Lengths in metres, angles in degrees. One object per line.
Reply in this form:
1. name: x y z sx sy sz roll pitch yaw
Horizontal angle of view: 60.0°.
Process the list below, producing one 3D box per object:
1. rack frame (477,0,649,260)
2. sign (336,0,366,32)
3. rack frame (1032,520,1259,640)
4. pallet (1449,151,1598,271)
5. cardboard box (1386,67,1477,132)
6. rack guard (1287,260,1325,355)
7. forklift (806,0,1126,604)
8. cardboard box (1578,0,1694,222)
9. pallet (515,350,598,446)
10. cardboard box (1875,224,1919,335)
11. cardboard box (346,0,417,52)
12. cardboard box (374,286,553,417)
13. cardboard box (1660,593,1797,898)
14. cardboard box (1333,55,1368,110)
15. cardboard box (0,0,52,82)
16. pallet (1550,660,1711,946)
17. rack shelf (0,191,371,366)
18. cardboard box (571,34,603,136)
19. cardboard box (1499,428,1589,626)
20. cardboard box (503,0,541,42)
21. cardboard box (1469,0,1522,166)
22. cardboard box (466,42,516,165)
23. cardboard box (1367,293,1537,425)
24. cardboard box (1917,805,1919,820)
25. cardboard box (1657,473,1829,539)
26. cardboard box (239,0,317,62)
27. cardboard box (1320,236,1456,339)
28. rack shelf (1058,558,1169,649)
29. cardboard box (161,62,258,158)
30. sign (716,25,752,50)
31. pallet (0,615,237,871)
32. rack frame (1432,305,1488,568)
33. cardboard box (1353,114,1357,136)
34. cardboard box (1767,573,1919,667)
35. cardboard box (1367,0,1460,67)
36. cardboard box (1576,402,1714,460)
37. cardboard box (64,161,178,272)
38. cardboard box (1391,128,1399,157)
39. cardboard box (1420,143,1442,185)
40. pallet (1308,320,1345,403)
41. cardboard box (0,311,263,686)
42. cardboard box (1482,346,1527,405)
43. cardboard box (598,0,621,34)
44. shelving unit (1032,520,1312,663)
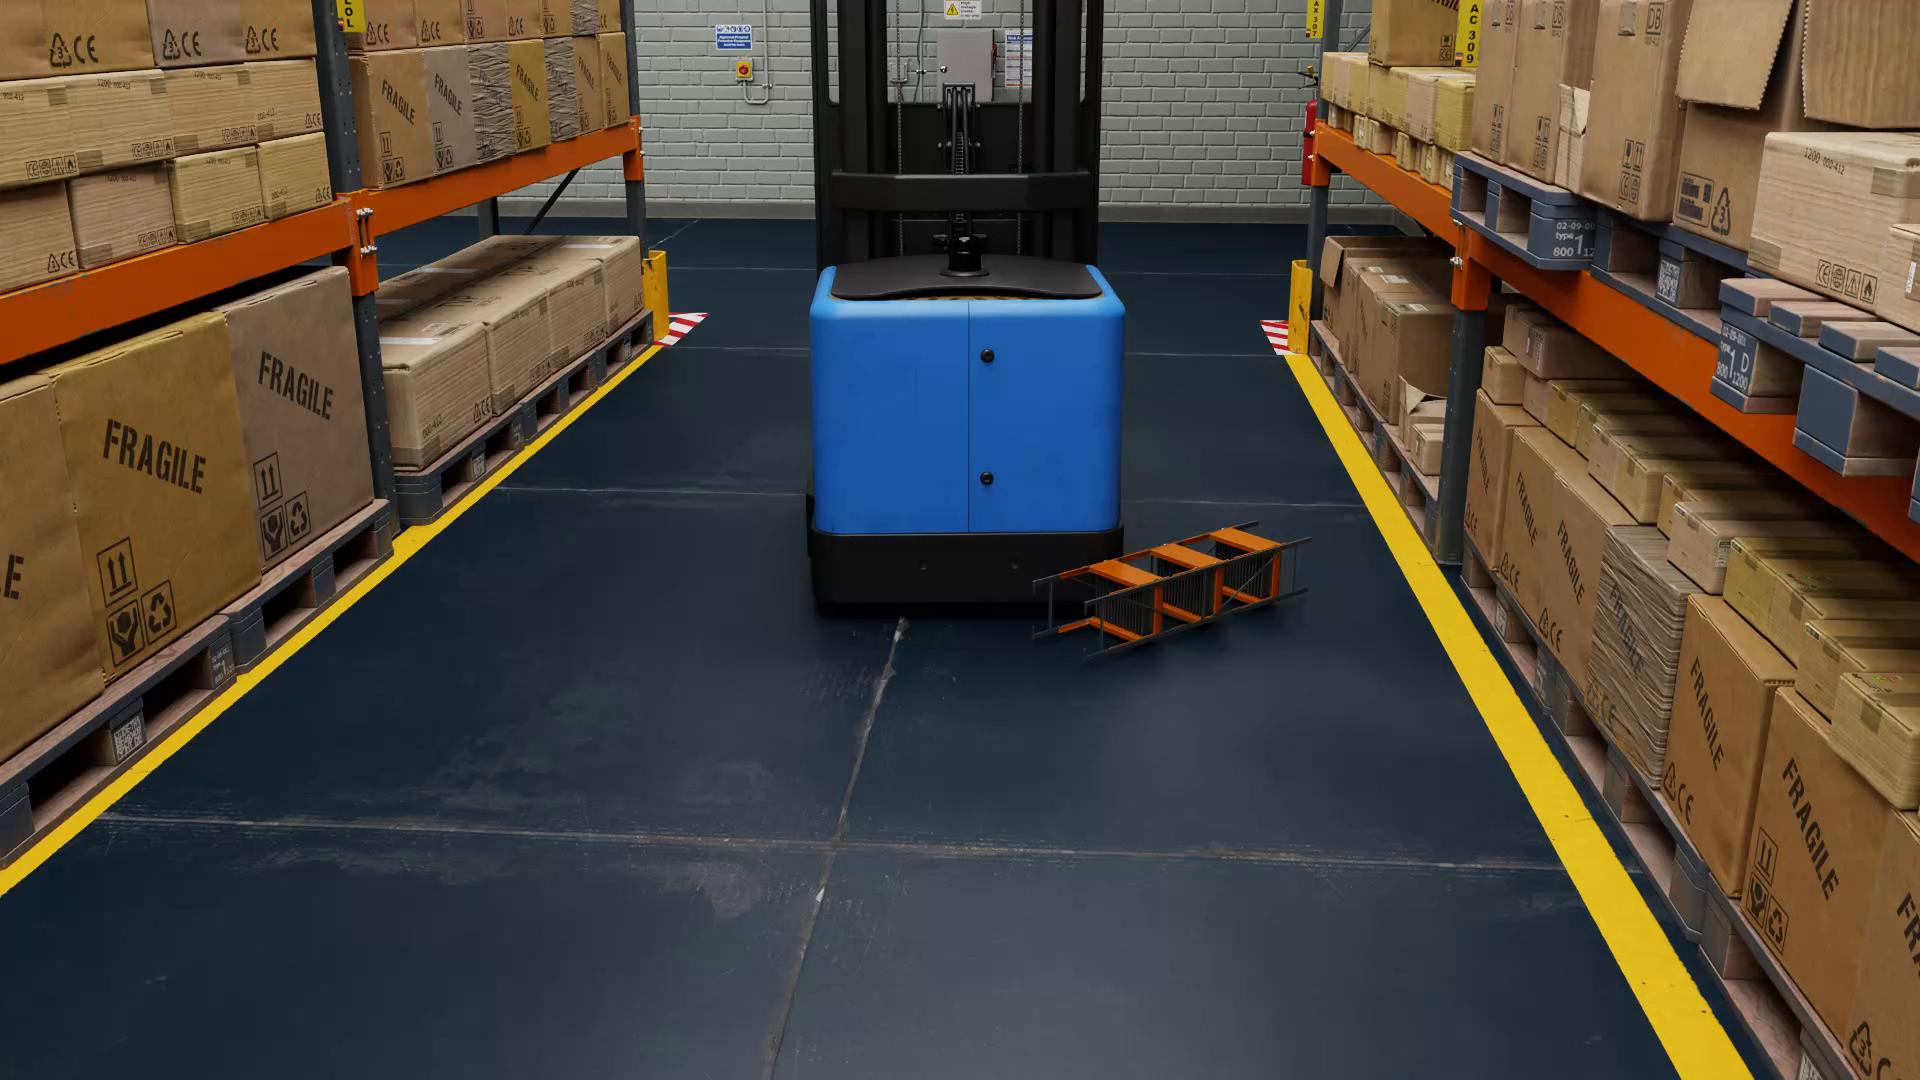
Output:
1. rack frame: -2.401 -2.686 9.803 1.000 3.000 0.127 1 18 4
2. sign: -2.146 -1.947 5.816 0.100 0.325 0.005 1 18 4
3. rack frame: 0.648 0.126 5.646 1.050 0.200 0.008 -14 23 -36
4. pallet: 2.097 -0.997 4.957 1.003 0.211 1.213 1 18 4
5. cardboard box: 2.127 -1.878 7.101 0.500 0.250 0.500 1 18 4
6. rack guard: 2.545 -1.365 9.786 1.175 0.500 0.348 1 18 4
7. forklift: -0.021 -1.588 6.561 1.130 2.935 3.031 -1 18 -2
8. cardboard box: 1.912 -1.031 3.918 0.700 0.500 0.500 1 18 4
9. pallet: -2.470 -0.733 8.321 1.003 0.211 1.213 1 18 4
10. cardboard box: 1.641 -0.384 2.508 0.380 0.149 0.250 2 18 5
11. cardboard box: -2.412 -2.109 6.275 0.500 0.500 0.500 1 18 4
12. cardboard box: -2.472 -0.896 7.782 0.875 0.438 0.875 1 18 2
13. cardboard box: 1.874 0.443 3.595 0.500 0.500 0.500 2 18 6
14. cardboard box: 2.213 -2.355 8.556 0.500 0.250 0.500 1 18 5
15. cardboard box: -2.577 -1.343 3.938 0.500 0.500 0.500 2 18 5
16. pallet: 2.158 0.625 4.178 1.003 0.211 1.213 1 18 4
17. rack shelf: -2.831 -0.481 4.228 1.077 0.370 4.000 1 18 4
18. cardboard box: -2.223 -2.422 8.837 0.500 0.500 0.500 1 18 3
19. cardboard box: 1.976 -0.035 5.052 0.500 0.500 0.500 1 18 3
20. cardboard box: -2.283 -2.581 7.716 0.500 0.500 0.500 1 18 4
21. cardboard box: 2.006 -1.436 5.153 0.700 0.500 0.500 2 18 5
22. cardboard box: -2.311 -1.942 7.371 0.500 0.500 0.500 1 18 4
23. cardboard box: 2.237 -0.813 7.427 0.700 0.500 0.500 1 18 2
24. cardboard box: 1.759 0.429 2.594 0.380 0.149 0.250 0 18 1
25. cardboard box: 1.951 -0.057 4.078 0.380 0.149 0.250 1 18 4
26. cardboard box: -2.469 -1.822 5.400 0.500 0.500 0.500 2 18 6
27. cardboard box: 2.412 -1.402 9.218 0.797 0.503 0.637 1 18 2
28. rack shelf: 0.496 0.211 5.386 0.259 0.215 0.240 -14 23 -36
29. cardboard box: -2.505 -1.312 5.048 0.500 0.250 0.500 2 18 5
30. sign: -2.064 -4.586 15.168 0.327 0.218 0.001 1 18 4
31. pallet: -2.753 0.503 4.550 1.003 0.211 1.213 1 18 4
32. rack frame: 2.263 -1.334 5.677 1.000 3.000 0.127 1 18 4
33. cardboard box: 2.217 -2.121 8.483 0.380 0.149 0.250 2 18 6
34. cardboard box: 1.875 0.182 3.348 0.380 0.149 0.250 2 18 6
35. cardboard box: 2.142 -2.402 7.495 0.500 0.500 0.500 2 18 5
36. cardboard box: 2.016 -0.295 4.805 0.380 0.149 0.250 1 18 3
37. cardboard box: -2.561 -0.913 4.633 0.500 0.250 0.500 1 18 2
38. cardboard box: 2.163 -1.798 7.497 0.380 0.149 0.250 1 18 4
39. cardboard box: 2.026 -1.482 6.532 0.380 0.149 0.250 2 18 5
40. pallet: 2.488 -0.980 9.075 1.003 0.211 1.213 1 18 4
41. cardboard box: -2.710 -0.158 4.827 0.875 0.875 0.875 2 18 6
42. cardboard box: 1.972 -0.548 5.578 0.380 0.149 0.250 2 18 7
43. cardboard box: -2.198 -3.054 9.158 0.500 0.500 0.500 2 18 6
44. shelving unit: 0.723 0.155 5.555 1.050 0.215 0.252 -14 23 -36
